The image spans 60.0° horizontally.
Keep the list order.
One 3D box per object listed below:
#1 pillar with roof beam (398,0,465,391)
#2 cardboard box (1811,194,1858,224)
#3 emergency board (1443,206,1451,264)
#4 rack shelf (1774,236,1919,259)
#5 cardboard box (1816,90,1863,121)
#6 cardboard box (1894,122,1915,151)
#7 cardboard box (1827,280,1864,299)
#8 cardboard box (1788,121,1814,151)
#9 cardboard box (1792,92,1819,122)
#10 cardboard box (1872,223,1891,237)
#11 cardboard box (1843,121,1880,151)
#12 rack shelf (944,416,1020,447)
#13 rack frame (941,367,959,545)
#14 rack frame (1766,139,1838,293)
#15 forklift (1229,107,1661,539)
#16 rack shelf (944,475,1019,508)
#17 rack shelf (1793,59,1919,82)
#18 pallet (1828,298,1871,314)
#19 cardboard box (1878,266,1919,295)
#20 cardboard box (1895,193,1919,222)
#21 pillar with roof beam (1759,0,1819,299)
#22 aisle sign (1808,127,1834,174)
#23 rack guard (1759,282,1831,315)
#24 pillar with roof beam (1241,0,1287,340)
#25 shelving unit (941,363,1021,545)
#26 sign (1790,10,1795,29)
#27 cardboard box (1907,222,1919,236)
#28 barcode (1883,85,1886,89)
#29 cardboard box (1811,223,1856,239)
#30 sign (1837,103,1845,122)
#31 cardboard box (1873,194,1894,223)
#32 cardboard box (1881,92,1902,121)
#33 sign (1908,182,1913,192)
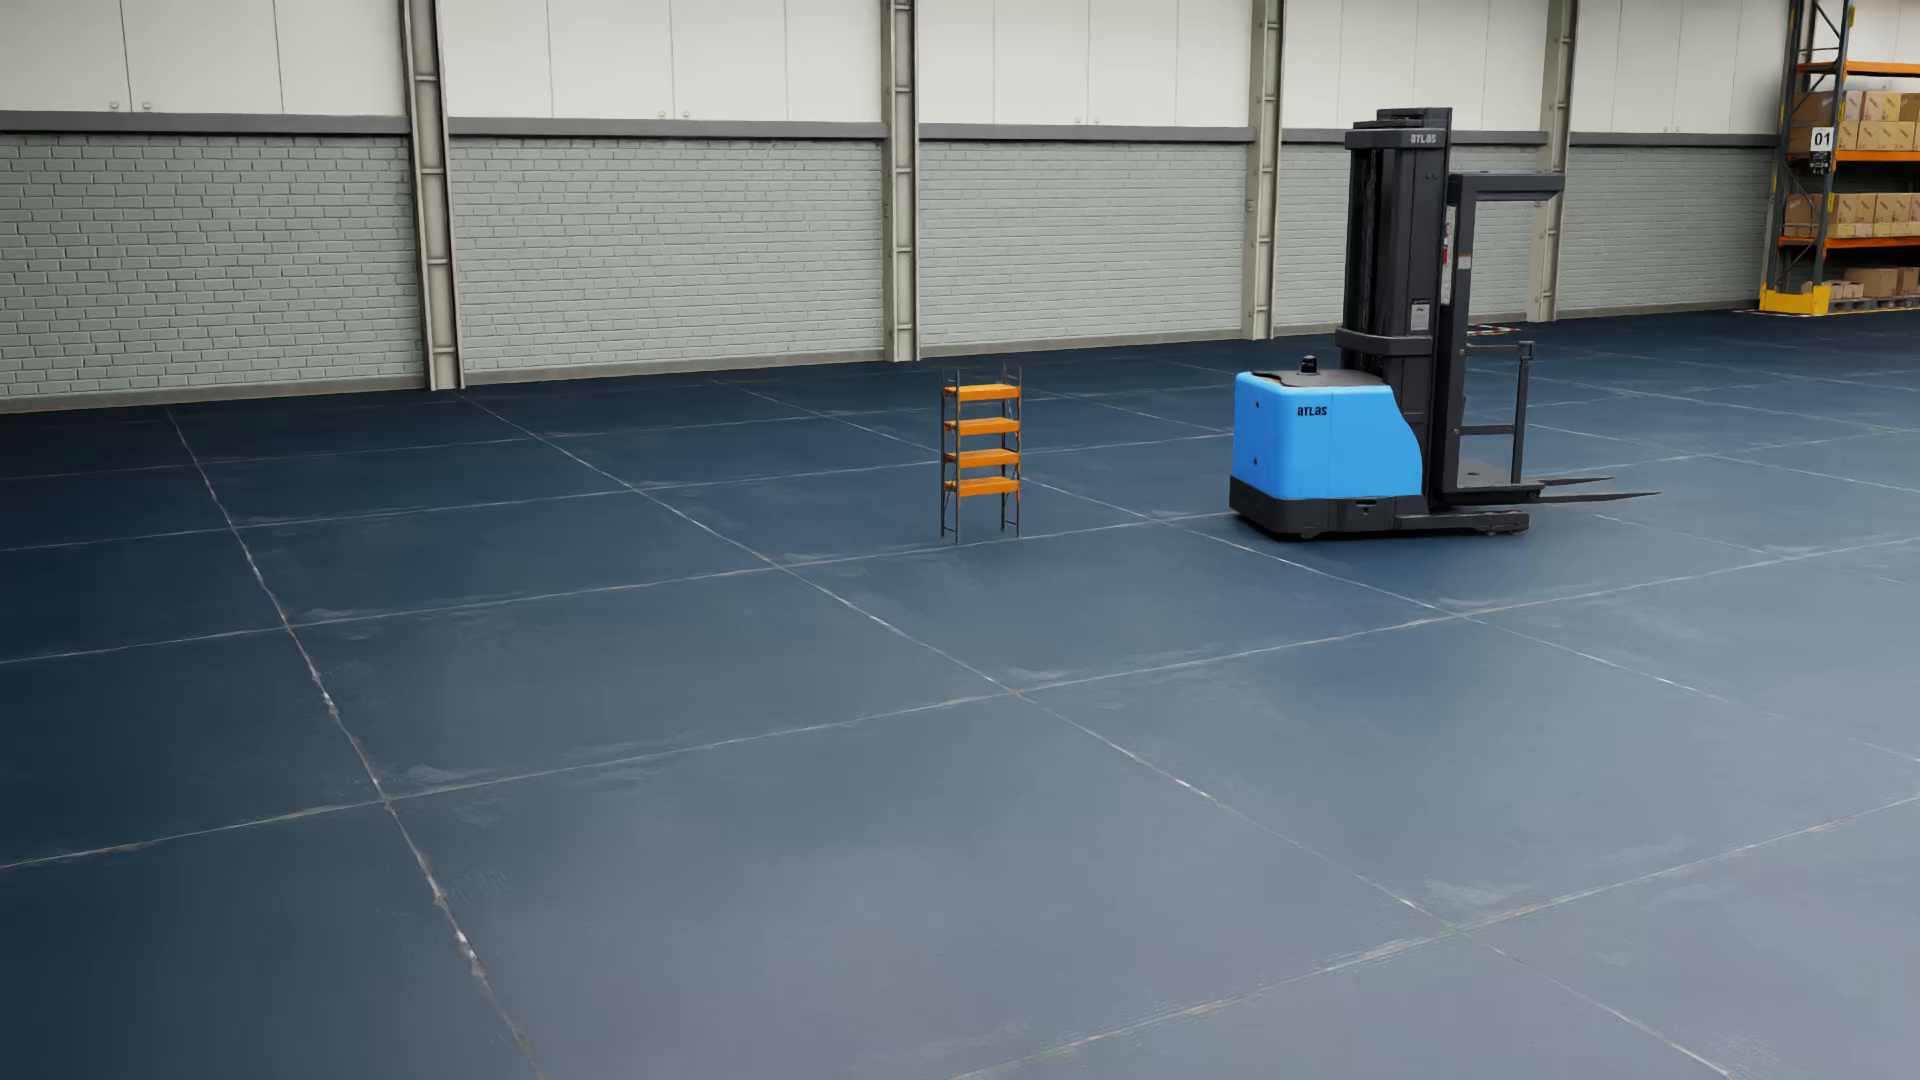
[{"bbox_3d":[-3.983,-5.345,14.862,0.400,9.000,9.100,-7,14,-28],"label":"pillar with roof beam"},{"bbox_3d":[15.383,-5.827,29.256,0.500,0.500,0.500,-7,14,-28],"label":"cardboard box"},{"bbox_3d":[7.566,-4.888,26.499,0.643,1.169,0.194,-7,14,-28],"label":"emergency board"},{"bbox_3d":[16.575,-5.391,30.372,4.000,0.370,1.077,-7,14,-28],"label":"rack shelf"},{"bbox_3d":[15.274,-7.535,28.878,0.500,0.500,0.500,-8,15,-32],"label":"cardboard box"},{"bbox_3d":[16.635,-7.206,29.693,0.500,0.500,0.500,-6,14,-24],"label":"cardboard box"},{"bbox_3d":[15.970,-4.550,30.118,0.500,0.311,0.500,-6,14,-23],"label":"cardboard box"},{"bbox_3d":[15.064,-7.147,29.428,0.500,0.500,0.500,-6,14,-24],"label":"cardboard box"},{"bbox_3d":[15.073,-7.637,29.331,0.500,0.500,0.500,-6,14,-25],"label":"cardboard box"},{"bbox_3d":[16.299,-5.568,29.817,0.500,0.250,0.500,-7,15,-29],"label":"cardboard box"},{"bbox_3d":[15.721,-7.090,29.178,0.500,0.500,0.500,-6,14,-24],"label":"cardboard box"},{"bbox_3d":[0.145,-0.755,11.520,0.480,0.148,0.258,-7,14,-28],"label":"rack shelf"},{"bbox_3d":[-0.069,-0.577,11.441,0.015,1.200,0.240,-7,14,-28],"label":"rack frame"},{"bbox_3d":[14.819,-5.532,29.358,0.127,3.000,1.000,-7,14,-28],"label":"rack frame"},{"bbox_3d":[3.572,-1.573,11.922,3.031,2.935,1.130,-2,13,-10],"label":"forklift"},{"bbox_3d":[0.145,-0.343,11.613,0.480,0.148,0.258,-7,14,-28],"label":"rack shelf"},{"bbox_3d":[16.575,-8.317,29.714,4.000,0.370,1.077,-7,14,-28],"label":"rack shelf"},{"bbox_3d":[15.616,-4.258,30.049,1.213,0.211,1.003,-7,14,-28],"label":"pallet"},{"bbox_3d":[17.439,-4.831,30.935,0.500,0.500,0.500,-8,15,-32],"label":"cardboard box"},{"bbox_3d":[17.181,-6.041,30.210,0.500,0.500,0.500,-7,15,-29],"label":"cardboard box"},{"bbox_3d":[17.082,-7.869,26.081,0.400,9.000,9.100,-7,14,-28],"label":"pillar with roof beam"},{"bbox_3d":[14.900,-6.735,28.782,0.004,0.787,0.394,-7,14,-28],"label":"aisle sign"},{"bbox_3d":[14.886,-4.320,29.668,0.348,0.500,1.175,-7,14,-28],"label":"rack guard"},{"bbox_3d":[6.549,-6.607,20.472,0.400,9.000,9.100,-7,14,-28],"label":"pillar with roof beam"},{"bbox_3d":[0.145,-0.603,11.555,0.503,1.200,0.258,-7,14,-28],"label":"shelving unit"},{"bbox_3d":[14.571,-9.101,29.064,0.005,0.325,0.100,-7,14,-28],"label":"sign"},{"bbox_3d":[17.185,-5.674,30.287,0.500,0.250,0.500,-7,14,-28],"label":"cardboard box"},{"bbox_3d":[16.904,-8.280,30.409,0.075,0.075,0.001,-7,14,-28],"label":"barcode"},{"bbox_3d":[15.400,-5.459,29.329,0.500,0.250,0.500,-7,15,-29],"label":"cardboard box"},{"bbox_3d":[15.080,-7.317,28.468,0.005,0.325,0.100,-7,14,-28],"label":"sign"},{"bbox_3d":[16.278,-5.930,29.715,0.500,0.500,0.500,-7,15,-30],"label":"cardboard box"},{"bbox_3d":[16.183,-7.634,29.318,0.500,0.500,0.500,-6,14,-26],"label":"cardboard box"},{"bbox_3d":[18.061,-6.624,31.574,0.005,0.325,0.100,-7,14,-28],"label":"sign"}]
